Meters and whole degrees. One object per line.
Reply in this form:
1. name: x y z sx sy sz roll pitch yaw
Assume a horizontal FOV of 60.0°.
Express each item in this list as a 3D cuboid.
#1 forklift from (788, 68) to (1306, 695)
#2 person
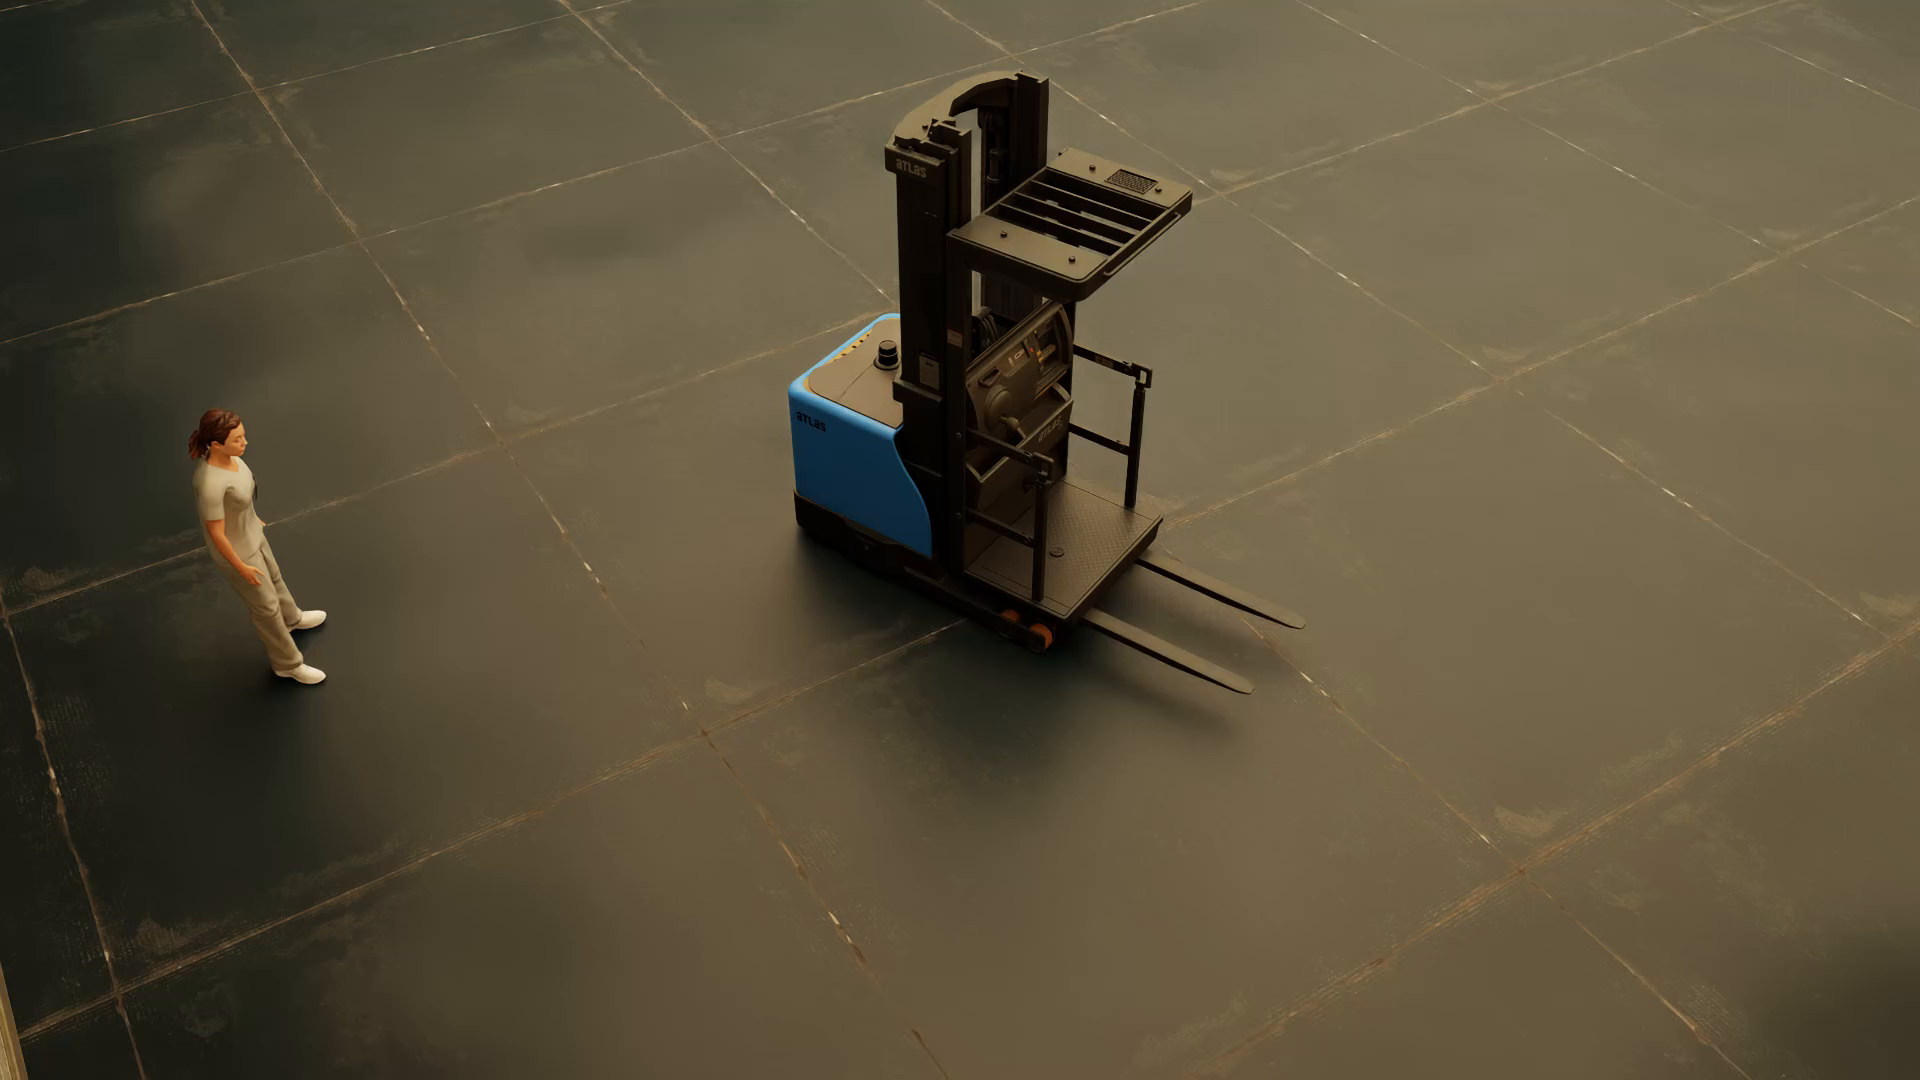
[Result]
1. forklift: 0.496 -0.872 8.869 3.031 2.935 1.130 25 47 26
2. person: -3.752 0.007 8.820 0.400 1.680 0.572 -7 42 -8
